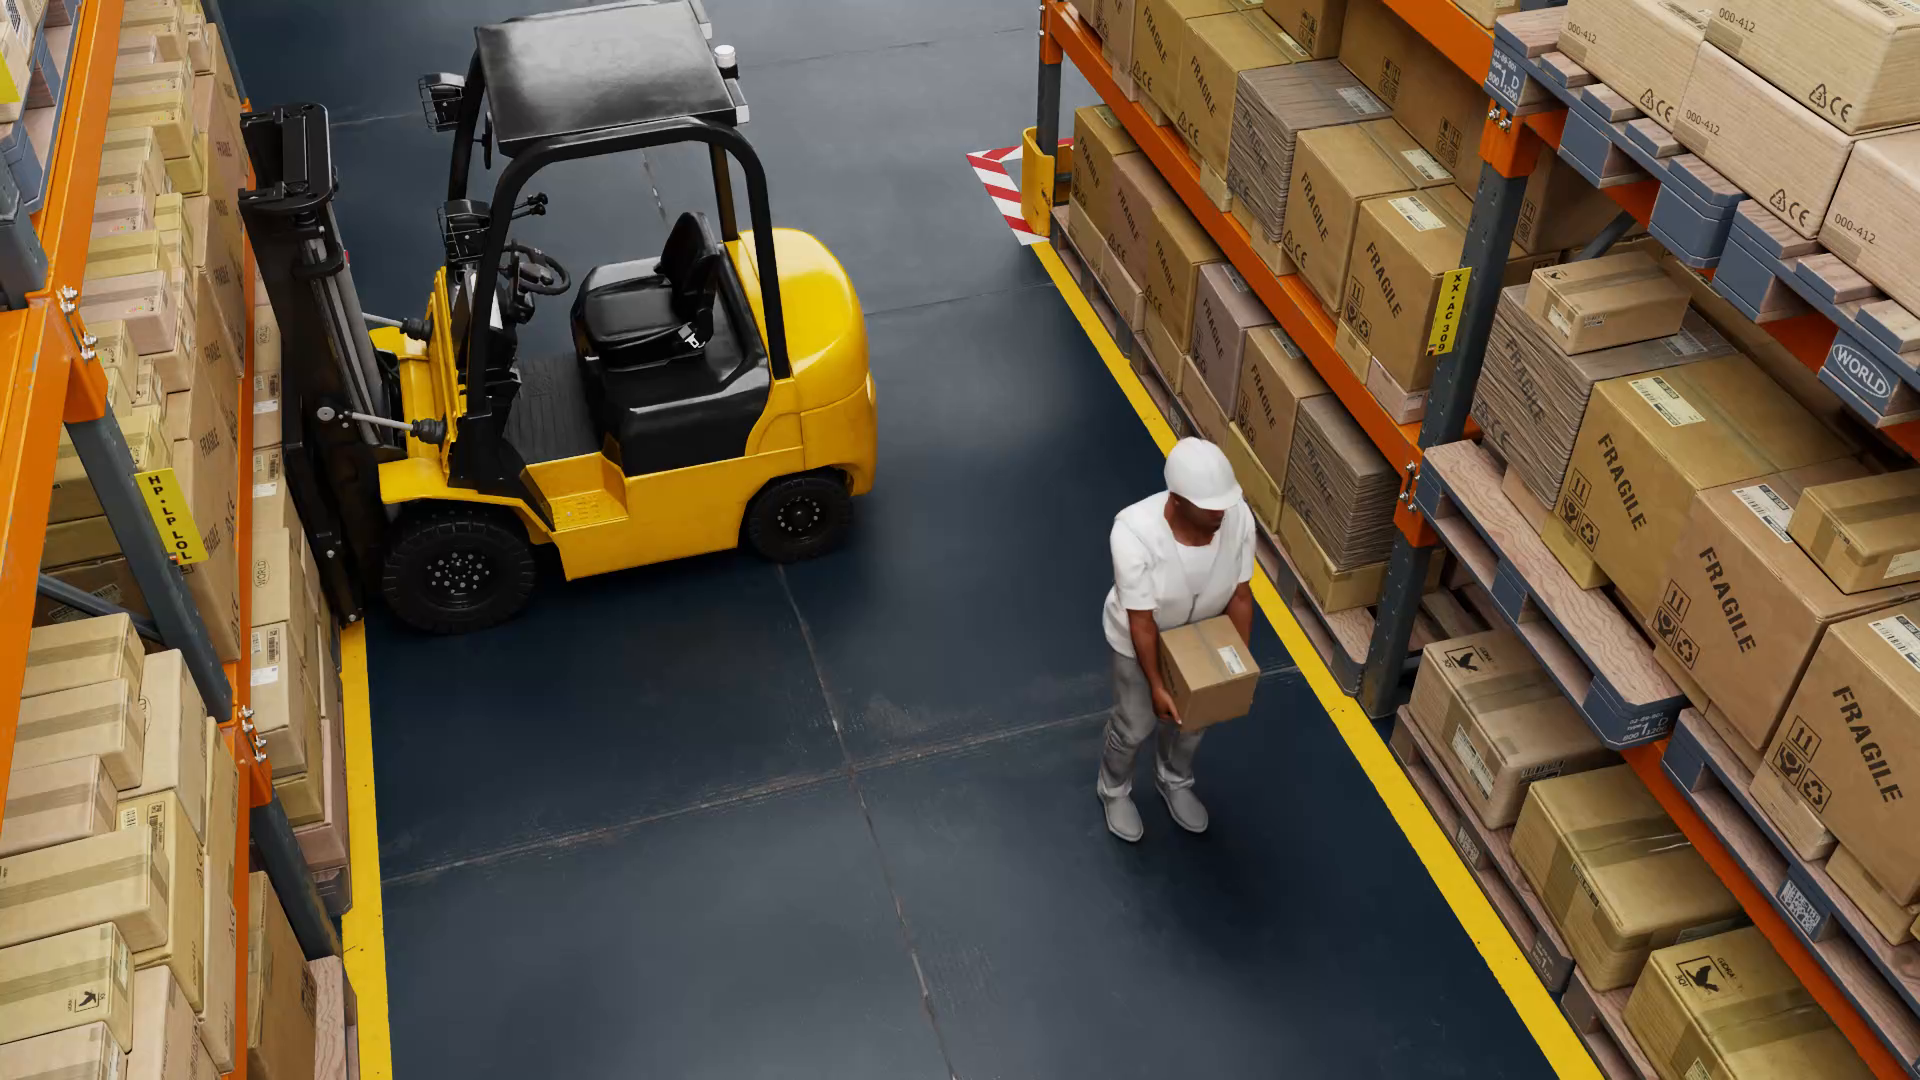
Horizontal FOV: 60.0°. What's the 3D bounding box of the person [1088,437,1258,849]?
[{"bbox_3d":[0.740,0.337,5.772,0.635,1.760,0.457,-16,44,-17],"label":"person"}]
